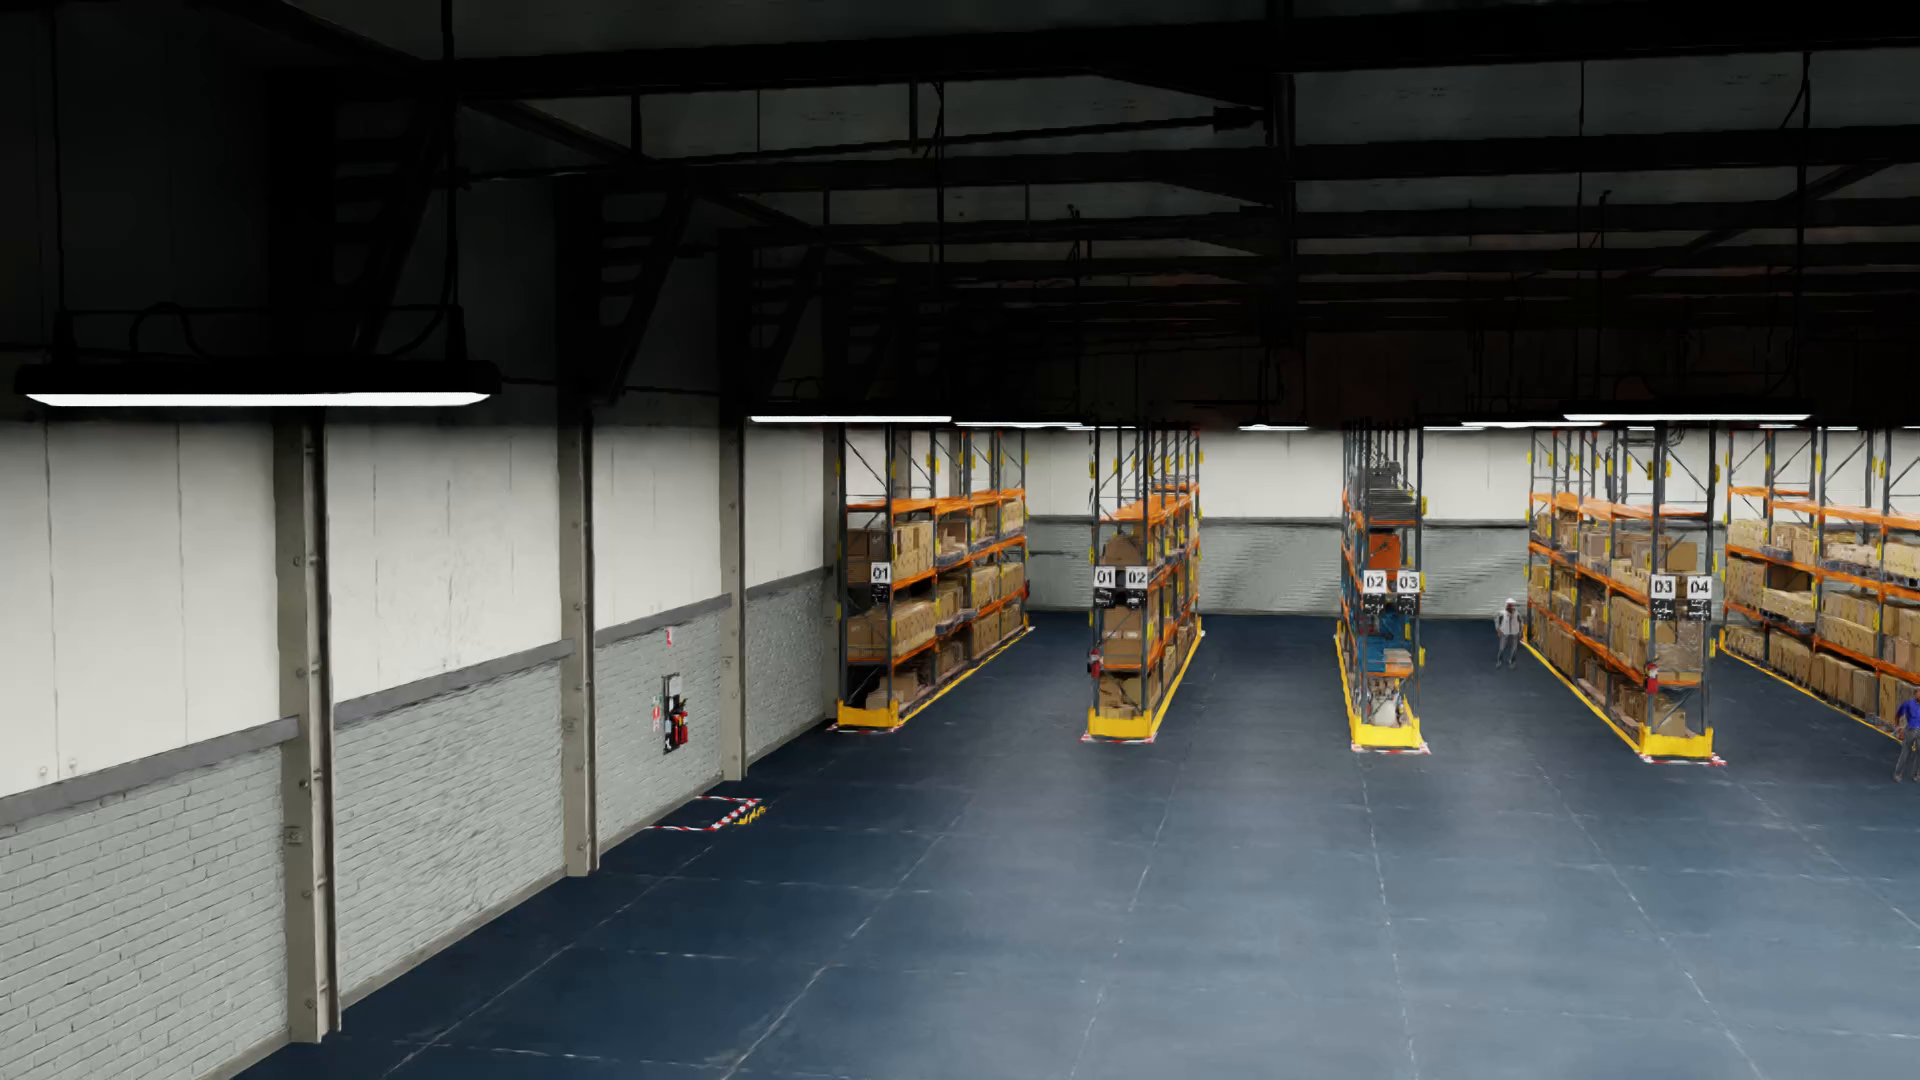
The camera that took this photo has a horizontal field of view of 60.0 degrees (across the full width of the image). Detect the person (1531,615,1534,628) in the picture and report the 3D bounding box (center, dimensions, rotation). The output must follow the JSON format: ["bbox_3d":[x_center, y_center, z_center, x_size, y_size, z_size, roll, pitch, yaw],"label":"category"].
[{"bbox_3d":[16.896,1.747,48.072,0.712,1.696,0.831,0,4,-6],"label":"person"}]

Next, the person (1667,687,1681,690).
[{"bbox_3d":[15.870,2.472,36.937,0.367,1.680,0.593,0,4,-1],"label":"person"}]

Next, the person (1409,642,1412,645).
[{"bbox_3d":[11.866,1.997,44.517,0.486,1.670,0.579,1,4,18],"label":"person"}]

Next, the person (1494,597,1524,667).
[{"bbox_3d":[13.343,2.246,40.415,0.677,1.726,0.574,1,4,10],"label":"person"}]

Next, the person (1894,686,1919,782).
[{"bbox_3d":[15.589,3.165,27.167,0.592,1.604,0.518,1,4,10],"label":"person"}]
